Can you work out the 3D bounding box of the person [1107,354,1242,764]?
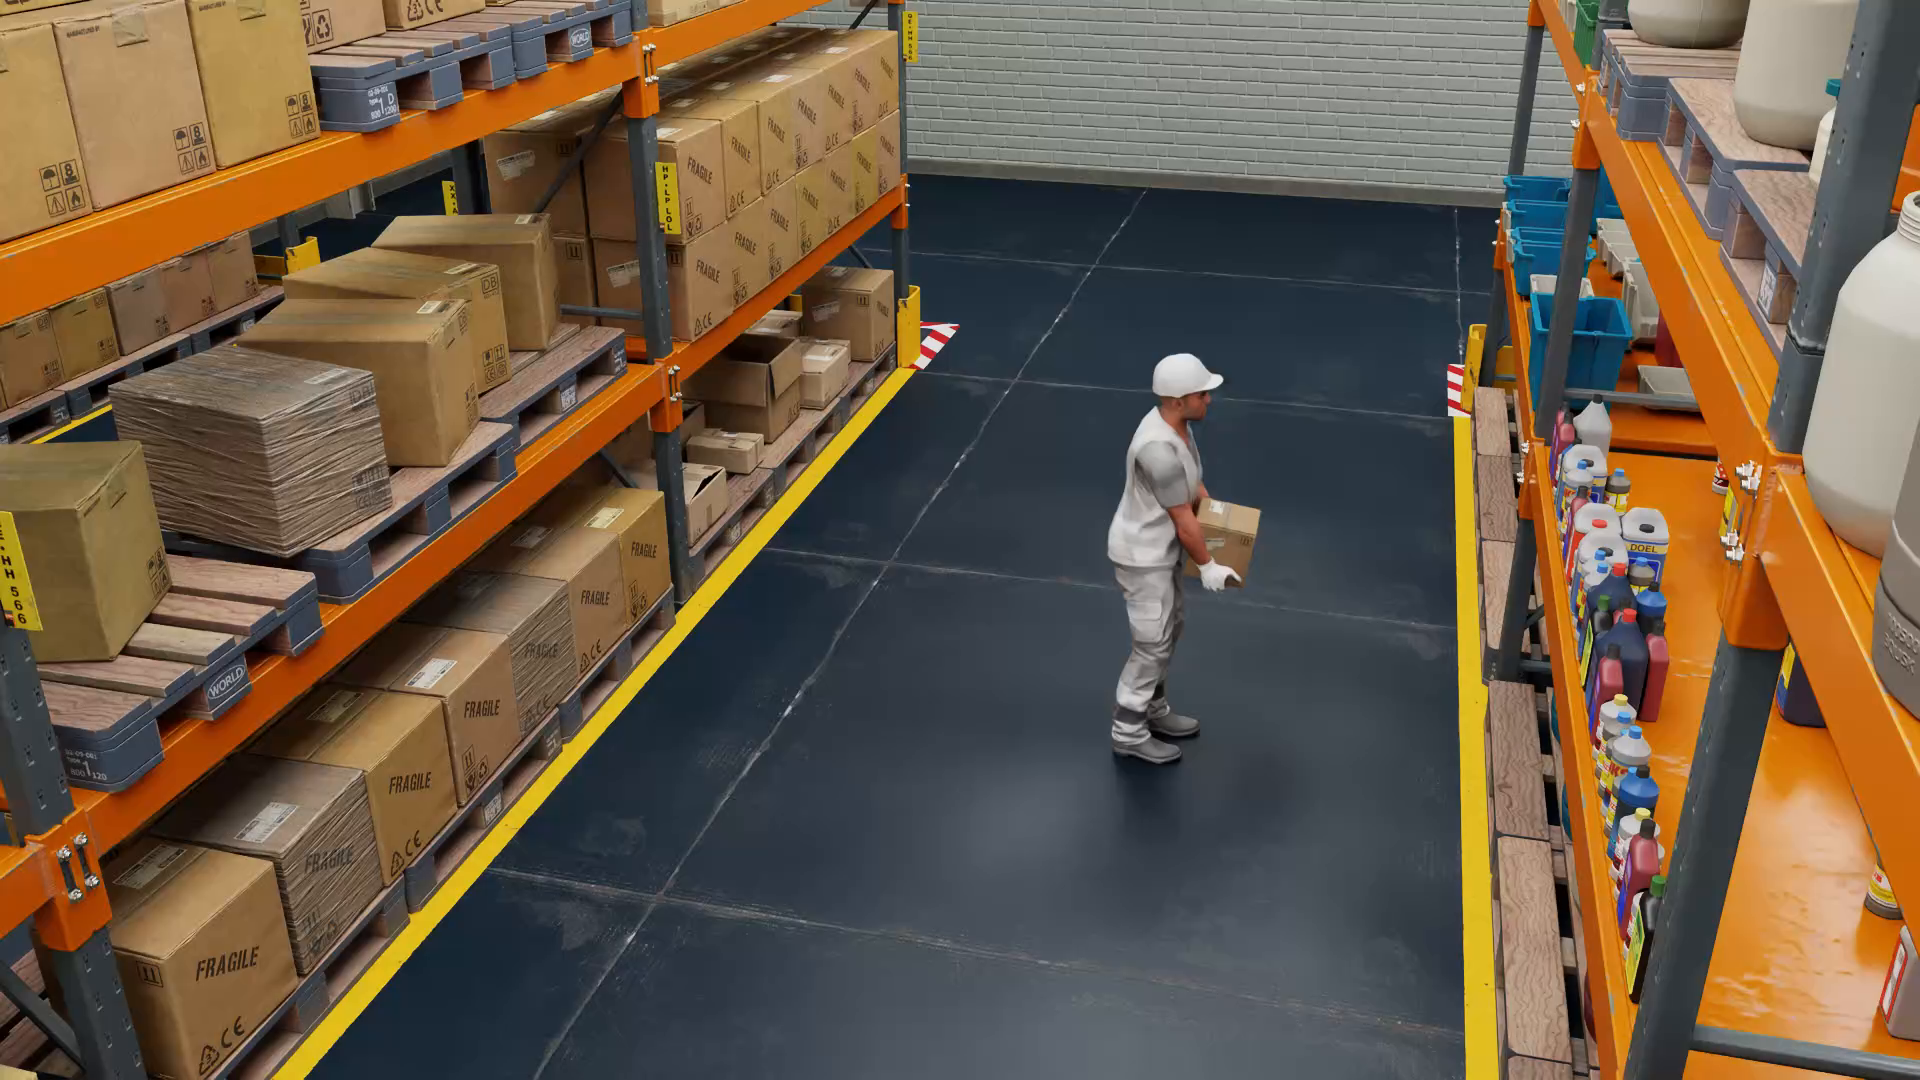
[{"bbox_3d":[0.901,0.076,6.930,0.569,1.777,0.494,6,26,12],"label":"person"}]
